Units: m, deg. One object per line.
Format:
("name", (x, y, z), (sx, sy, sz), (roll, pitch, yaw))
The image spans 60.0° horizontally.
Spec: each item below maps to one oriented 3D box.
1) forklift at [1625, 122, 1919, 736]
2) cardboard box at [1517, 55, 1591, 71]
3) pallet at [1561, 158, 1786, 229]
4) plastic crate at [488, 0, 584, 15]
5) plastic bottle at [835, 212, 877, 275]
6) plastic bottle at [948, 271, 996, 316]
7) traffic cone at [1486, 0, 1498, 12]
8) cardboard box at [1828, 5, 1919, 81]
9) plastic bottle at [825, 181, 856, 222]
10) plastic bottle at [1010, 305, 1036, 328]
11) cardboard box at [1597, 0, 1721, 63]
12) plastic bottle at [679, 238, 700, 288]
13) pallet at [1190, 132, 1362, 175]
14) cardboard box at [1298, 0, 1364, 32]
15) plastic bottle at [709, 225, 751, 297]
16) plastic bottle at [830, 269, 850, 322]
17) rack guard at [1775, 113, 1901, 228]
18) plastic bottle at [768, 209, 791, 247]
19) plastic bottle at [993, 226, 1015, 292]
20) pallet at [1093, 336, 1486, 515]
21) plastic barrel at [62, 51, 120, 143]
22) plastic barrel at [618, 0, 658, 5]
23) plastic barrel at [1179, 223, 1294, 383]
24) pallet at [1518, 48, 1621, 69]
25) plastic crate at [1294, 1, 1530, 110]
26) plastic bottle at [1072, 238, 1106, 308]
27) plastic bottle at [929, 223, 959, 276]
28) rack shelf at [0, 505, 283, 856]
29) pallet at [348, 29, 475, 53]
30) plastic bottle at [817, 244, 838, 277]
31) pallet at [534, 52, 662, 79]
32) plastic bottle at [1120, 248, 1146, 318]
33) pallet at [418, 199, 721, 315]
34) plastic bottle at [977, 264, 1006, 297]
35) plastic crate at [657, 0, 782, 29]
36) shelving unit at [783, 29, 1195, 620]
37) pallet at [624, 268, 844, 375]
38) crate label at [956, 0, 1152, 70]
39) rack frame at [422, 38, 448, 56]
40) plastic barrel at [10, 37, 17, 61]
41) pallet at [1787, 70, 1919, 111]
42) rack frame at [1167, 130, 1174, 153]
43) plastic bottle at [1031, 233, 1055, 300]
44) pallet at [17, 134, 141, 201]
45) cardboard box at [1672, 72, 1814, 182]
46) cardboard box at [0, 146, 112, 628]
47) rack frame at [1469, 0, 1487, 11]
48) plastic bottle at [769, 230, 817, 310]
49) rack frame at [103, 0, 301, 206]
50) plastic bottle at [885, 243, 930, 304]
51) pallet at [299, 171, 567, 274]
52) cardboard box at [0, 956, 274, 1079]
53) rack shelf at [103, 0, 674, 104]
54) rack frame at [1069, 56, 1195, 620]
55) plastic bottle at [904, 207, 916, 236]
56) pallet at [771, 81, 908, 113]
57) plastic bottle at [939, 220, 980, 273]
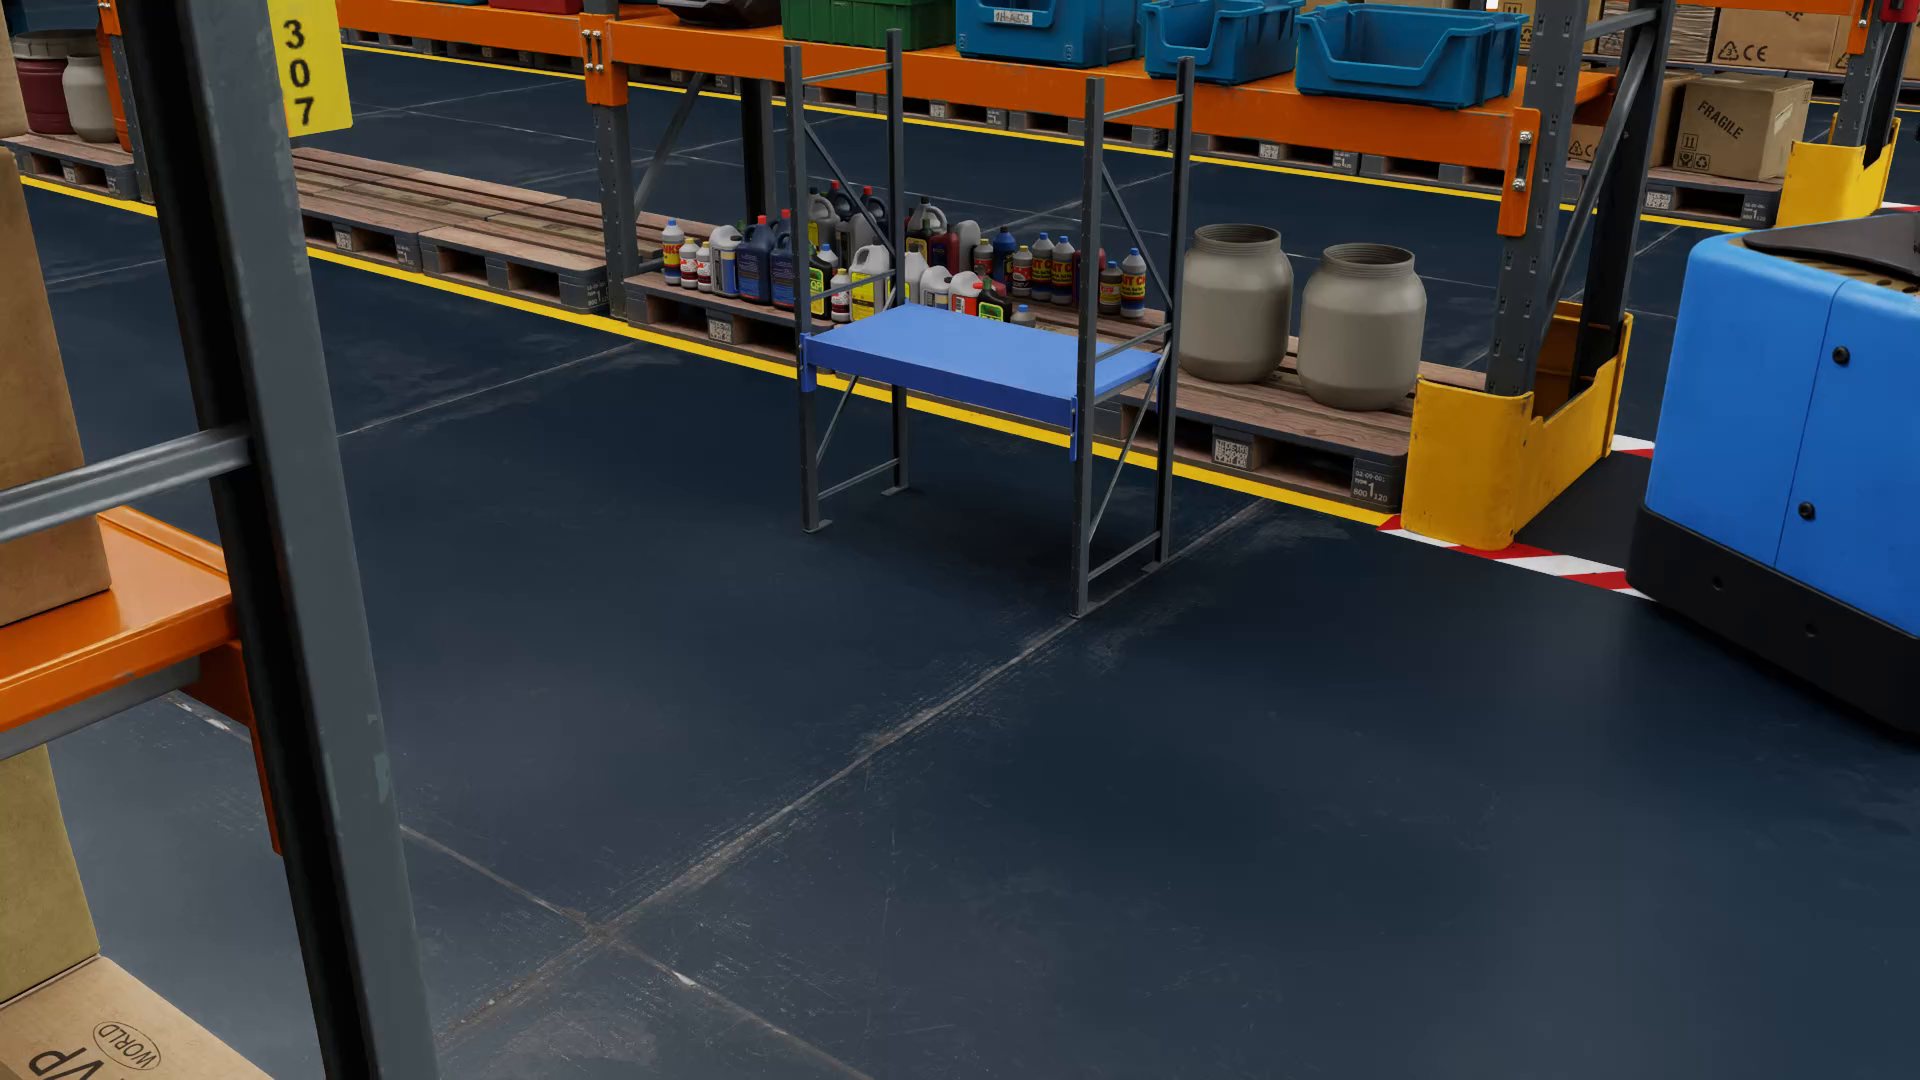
("forklift", (3.485, -1.222, 4.388), (3.031, 2.935, 1.130), (-10, 26, -21))
("cardboard box", (3.460, -2.648, 10.119), (0.500, 0.500, 0.500), (20, 31, 38))
("pallet", (4.248, -2.102, 9.760), (1.213, 0.211, 1.003), (17, 29, 33))
("plastic crate", (-1.804, -2.569, 7.281), (0.583, 0.464, 0.402), (17, 29, 33))
("plastic bottle", (-0.460, -1.313, 7.343), (0.135, 0.276, 0.152), (17, 29, 33))
("plastic bottle", (0.050, -0.882, 6.363), (0.135, 0.276, 0.152), (17, 29, 34))
("traffic cone", (5.849, -6.004, 18.303), (0.334, 0.463, 0.336), (17, 29, 33))
("cardboard box", (7.411, -4.091, 12.928), (0.875, 0.875, 0.875), (17, 29, 34))
("plastic bottle", (-0.545, -1.448, 7.556), (0.185, 0.351, 0.144), (16, 28, 32))
("plastic bottle", (0.235, -0.778, 6.220), (0.097, 0.201, 0.097), (0, 24, 0))
("cardboard box", (5.978, -4.524, 13.911), (0.875, 0.875, 0.875), (17, 29, 34))
("plastic bottle", (-1.160, -1.199, 7.177), (0.097, 0.201, 0.097), (0, 24, 0))
("pallet", (2.296, -2.692, 11.099), (1.213, 0.211, 1.003), (17, 29, 33))
("cardboard box", (3.472, -5.214, 15.632), (0.750, 0.750, 1.050), (17, 29, 33))
("plastic bottle", (-0.966, -1.189, 7.060), (0.135, 0.276, 0.152), (18, 30, 35))
("plastic bottle", (-0.473, -0.992, 6.705), (0.097, 0.201, 0.097), (0, 24, 0))
("rack guard", (4.877, -2.027, 9.230), (0.348, 0.500, 1.175), (17, 29, 33))
("plastic bottle", (-0.750, -1.228, 7.057), (0.185, 0.351, 0.144), (17, 29, 33))
("plastic bottle", (0.187, -1.202, 7.096), (0.097, 0.271, 0.097), (0, 24, 0))
("pallet", (1.231, -0.480, 6.077), (1.213, 0.211, 1.003), (17, 29, 33))
("plastic barrel", (-5.341, -2.763, 10.365), (0.421, 0.512, 0.421), (0, 24, 0))
("plastic barrel", (-1.361, -2.942, 7.585), (0.708, 0.901, 0.600), (17, 29, 33))
("plastic barrel", (0.994, -0.864, 6.055), (0.421, 0.512, 0.421), (0, 24, 0))
("pallet", (5.354, -4.210, 14.544), (1.213, 0.211, 1.003), (17, 29, 33))
("plastic crate", (1.387, -1.511, 5.143), (0.616, 0.251, 0.499), (17, 29, 33))
("plastic bottle", (0.533, -1.112, 6.877), (0.133, 0.283, 0.061), (17, 29, 34))
("plastic bottle", (-0.069, -1.217, 7.116), (0.133, 0.283, 0.061), (17, 29, 33))
("rack shelf", (-2.607, -0.111, 2.675), (4.000, 0.370, 1.077), (17, 29, 33))
("pallet", (-5.226, -4.987, 16.307), (1.213, 0.211, 1.003), (17, 29, 33))
("plastic bottle", (-0.545, -1.076, 6.810), (0.097, 0.271, 0.097), (0, 24, 0))
("pallet", (-3.021, -4.321, 14.795), (1.213, 0.211, 1.003), (17, 29, 33))
("plastic bottle", (0.703, -1.046, 6.742), (0.097, 0.271, 0.097), (0, 24, 0))
("pallet", (-1.885, -1.423, 8.217), (1.213, 0.211, 1.003), (17, 29, 33))
("plastic bottle", (0.113, -0.919, 6.440), (0.133, 0.283, 0.061), (17, 29, 33))
("plastic crate", (-0.891, -2.325, 6.885), (0.504, 0.338, 0.767), (17, 29, 33))
("shelving unit", (0.068, -0.666, 4.901), (1.048, 1.500, 0.538), (17, 29, 33))
("pallet", (-0.721, -1.070, 7.416), (1.213, 0.211, 1.003), (17, 29, 33))
("crate label", (0.332, -1.928, 5.862), (0.616, 0.435, 0.502), (17, 29, 33))
("rack frame", (-4.664, -6.054, 15.270), (0.127, 3.000, 1.000), (17, 29, 33))
("plastic barrel", (-6.245, -3.036, 10.985), (0.421, 0.512, 0.421), (0, 24, 0))
("pallet", (7.307, -3.620, 13.205), (1.213, 0.211, 1.003), (17, 29, 33))
("rack frame", (1.737, -4.120, 10.880), (0.127, 3.000, 1.000), (17, 29, 33))
("plastic bottle", (0.349, -1.153, 6.985), (0.097, 0.271, 0.097), (0, 24, 0))
("pallet", (-5.090, -2.390, 10.412), (1.213, 0.211, 1.003), (17, 29, 33))
("cardboard box", (4.448, -2.357, 9.459), (0.500, 0.500, 0.500), (-20, 31, -38))
("cardboard box", (-1.372, -0.120, 1.678), (0.500, 0.500, 0.700), (17, 29, 33))
("rack frame", (4.793, -5.695, 14.456), (0.127, 3.000, 1.000), (17, 29, 33))
("plastic bottle", (-0.685, -1.136, 6.848), (0.185, 0.351, 0.144), (15, 28, 31))
("rack frame", (-4.434, -3.489, 9.448), (0.127, 3.000, 1.000), (17, 29, 33))
("plastic bottle", (-0.196, -0.988, 6.512), (0.185, 0.351, 0.144), (18, 30, 35))
("pallet", (-2.866, -1.718, 8.887), (1.213, 0.211, 1.003), (17, 29, 33))
("cardboard box", (-1.302, 0.908, 2.359), (0.500, 0.250, 0.500), (17, 29, 33))
("rack shelf", (-2.834, -2.676, 8.495), (4.000, 0.370, 1.077), (17, 29, 33))
("rack frame", (0.475, -0.543, 4.622), (0.032, 1.500, 0.500), (17, 29, 33))
("plastic bottle", (-0.236, -1.345, 7.405), (0.133, 0.283, 0.061), (19, 30, 37))
("pallet", (-0.839, -3.621, 13.207), (1.213, 0.211, 1.003), (17, 29, 33))
("plastic bottle", (-0.006, -1.249, 7.196), (0.135, 0.276, 0.152), (17, 29, 34))
